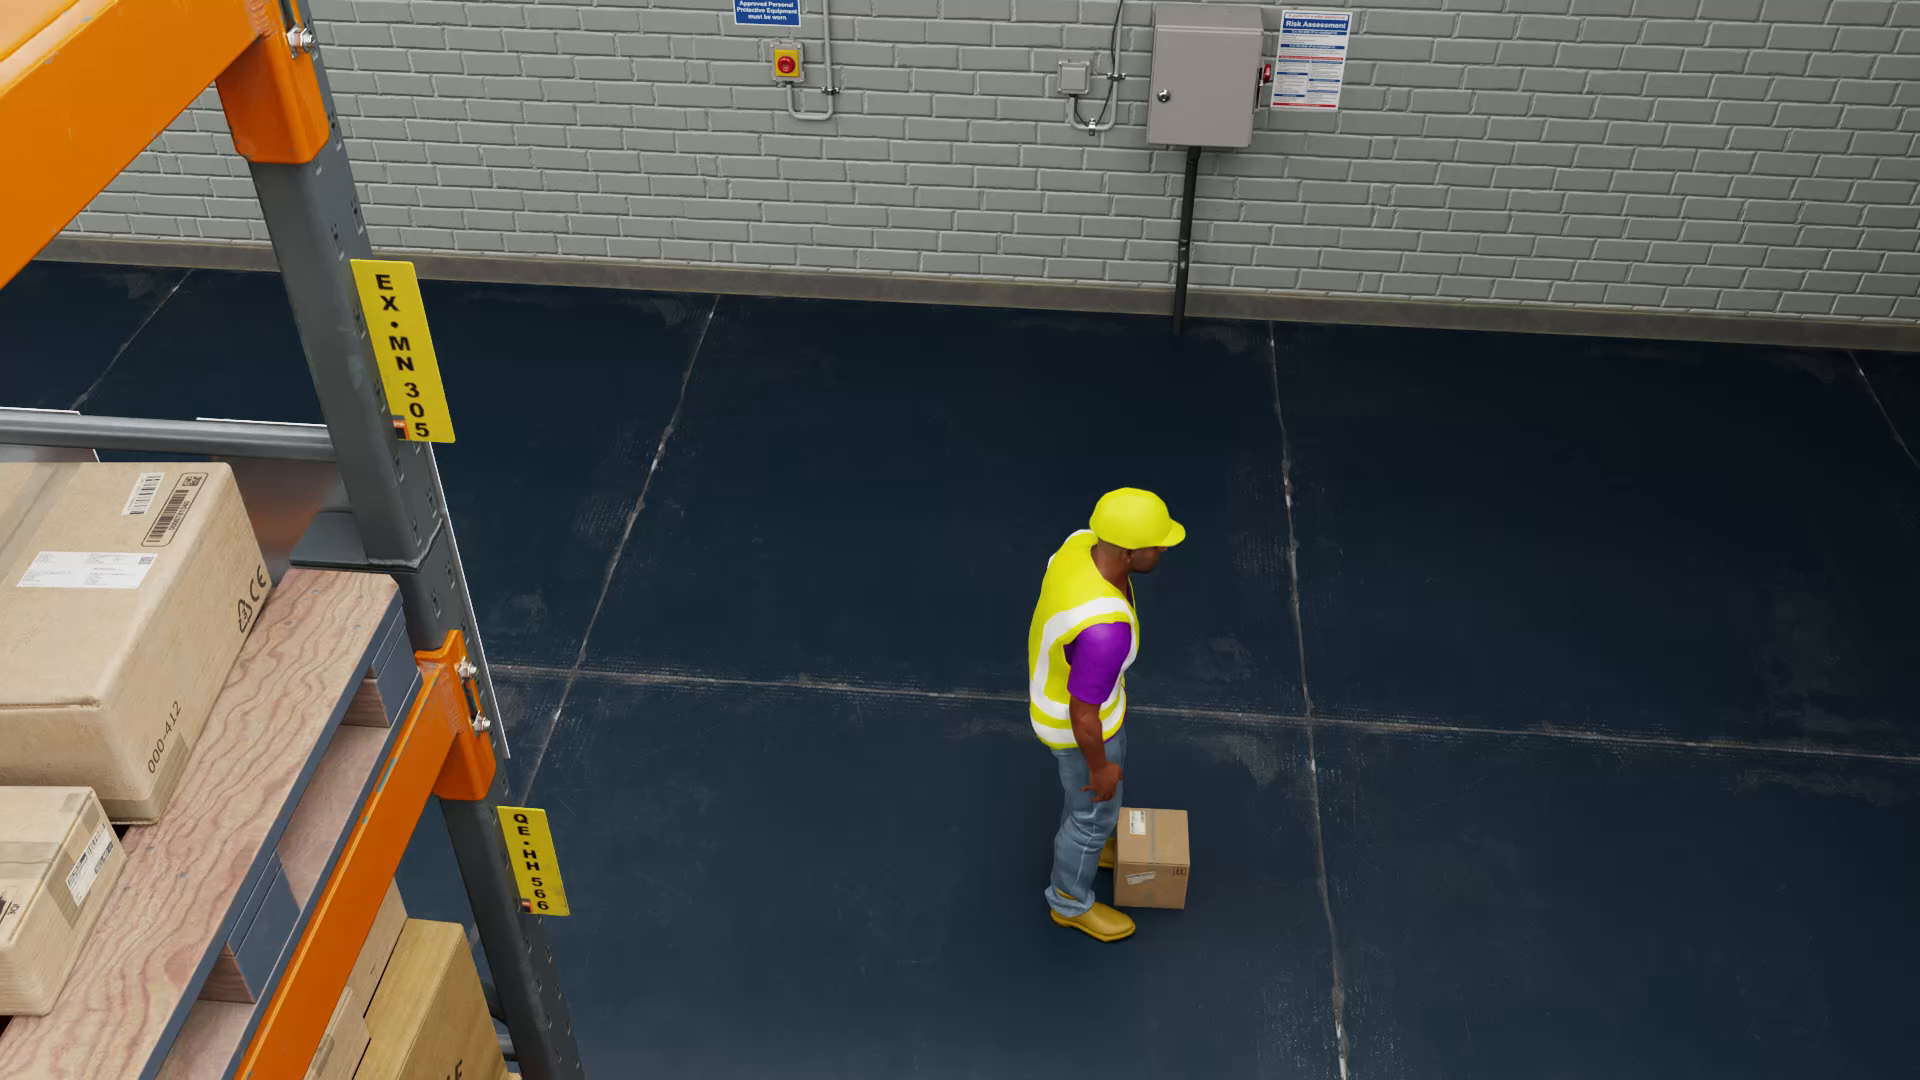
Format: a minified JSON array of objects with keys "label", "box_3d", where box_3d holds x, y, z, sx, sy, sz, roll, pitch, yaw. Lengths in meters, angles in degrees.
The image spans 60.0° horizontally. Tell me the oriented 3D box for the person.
[{"label":"person","box_3d":[0.449,0.551,5.482,0.462,1.759,0.628,1,40,2]}]
